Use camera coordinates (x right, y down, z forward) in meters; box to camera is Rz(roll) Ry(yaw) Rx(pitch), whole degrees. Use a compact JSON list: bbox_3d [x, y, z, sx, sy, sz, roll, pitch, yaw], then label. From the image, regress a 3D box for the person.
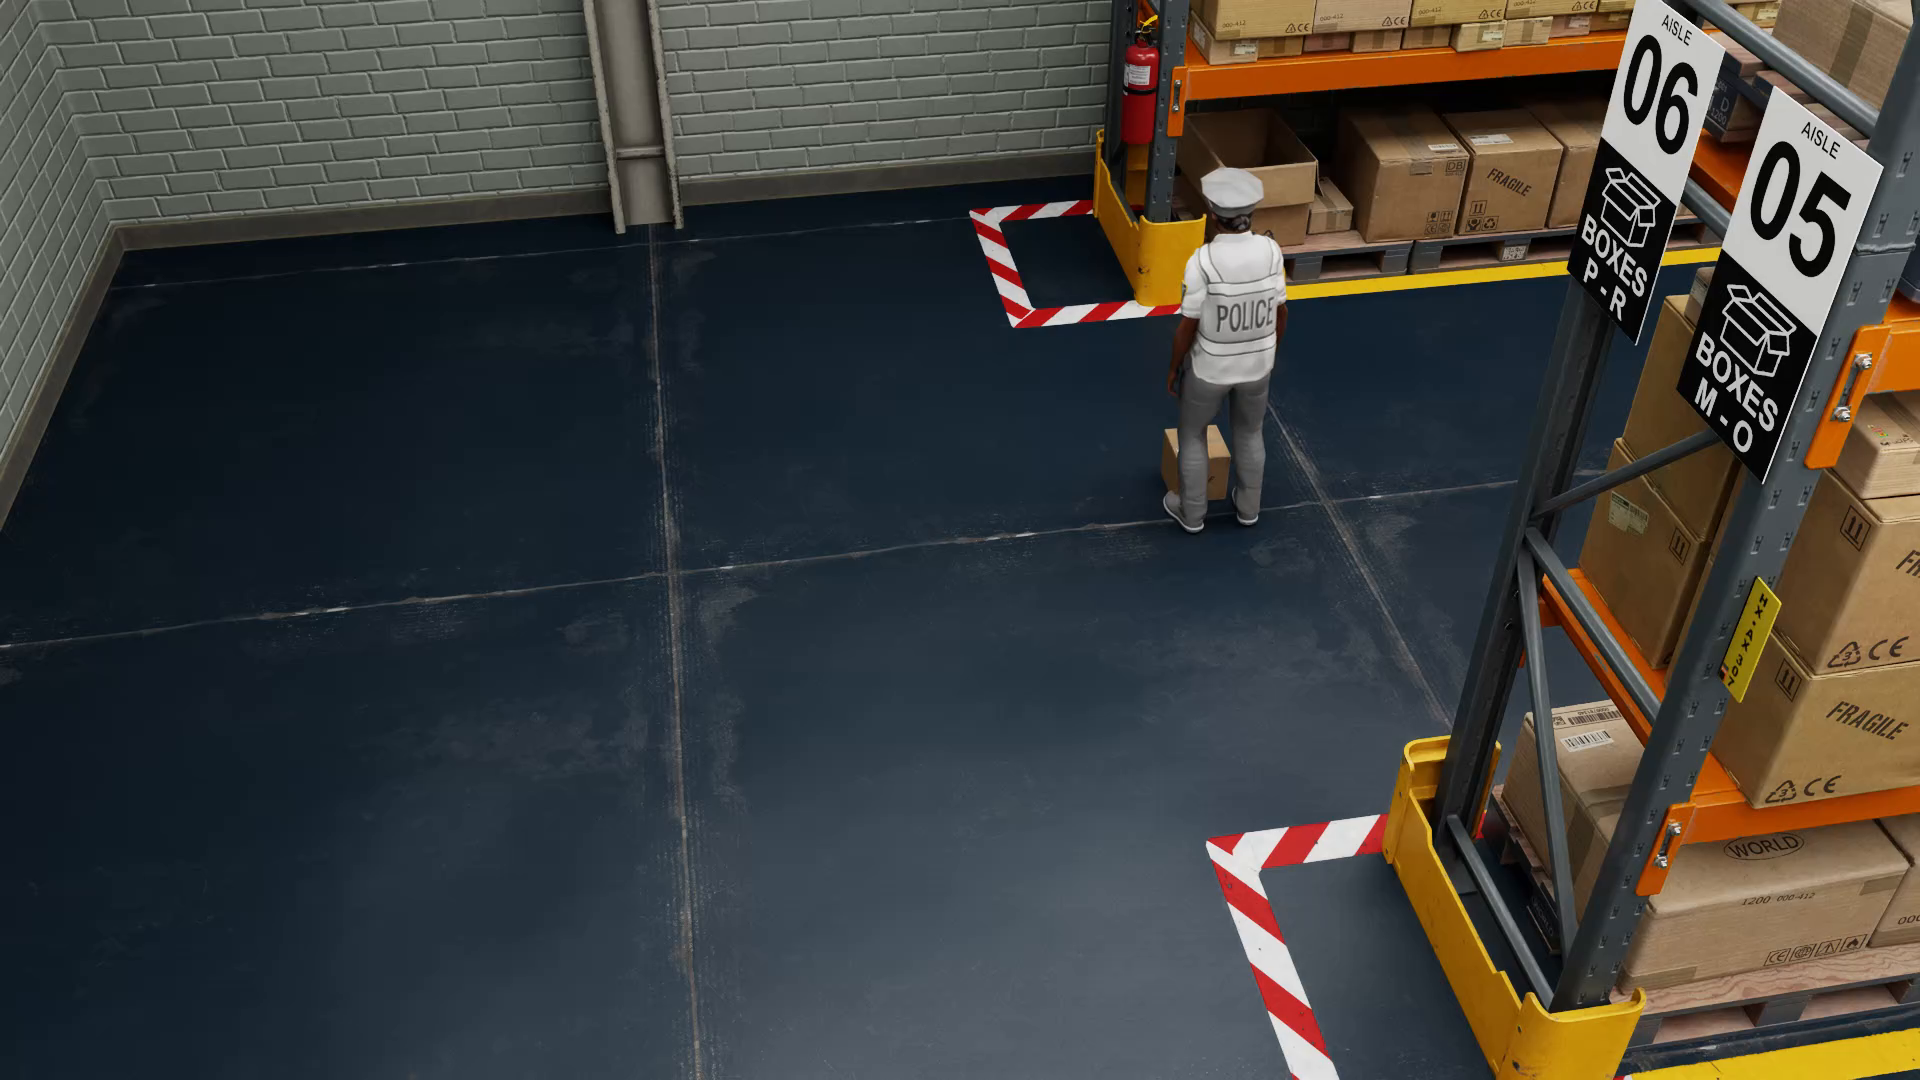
[{"bbox_3d":[1.139,-0.756,7.089,0.532,1.662,0.395,-9,40,-10],"label":"person"}]
